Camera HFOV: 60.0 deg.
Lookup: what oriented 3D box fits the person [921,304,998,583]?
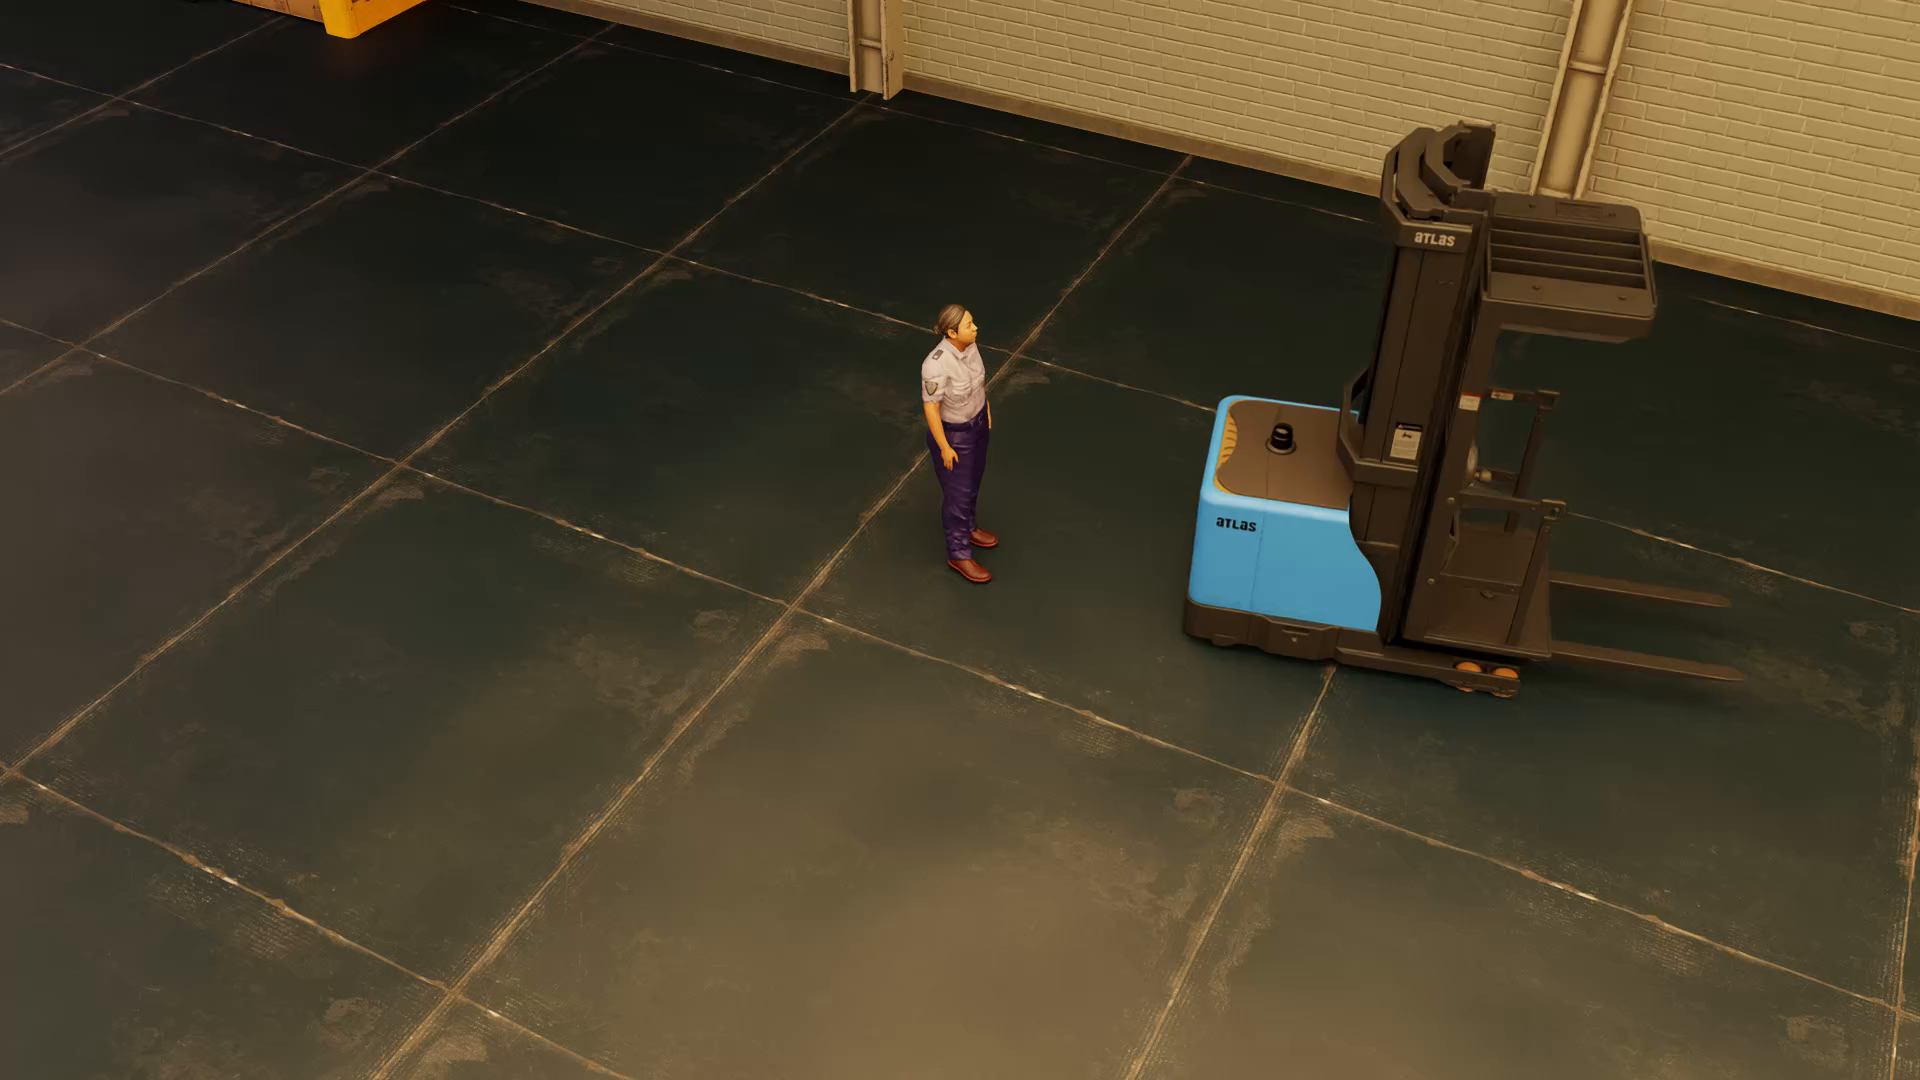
[{"bbox_3d":[0.069,-0.593,9.683,0.503,1.640,0.599,18,43,21],"label":"person"}]

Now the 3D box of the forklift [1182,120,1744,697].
[{"bbox_3d":[2.854,-0.627,8.732,3.031,2.935,1.130,9,41,10],"label":"forklift"}]
